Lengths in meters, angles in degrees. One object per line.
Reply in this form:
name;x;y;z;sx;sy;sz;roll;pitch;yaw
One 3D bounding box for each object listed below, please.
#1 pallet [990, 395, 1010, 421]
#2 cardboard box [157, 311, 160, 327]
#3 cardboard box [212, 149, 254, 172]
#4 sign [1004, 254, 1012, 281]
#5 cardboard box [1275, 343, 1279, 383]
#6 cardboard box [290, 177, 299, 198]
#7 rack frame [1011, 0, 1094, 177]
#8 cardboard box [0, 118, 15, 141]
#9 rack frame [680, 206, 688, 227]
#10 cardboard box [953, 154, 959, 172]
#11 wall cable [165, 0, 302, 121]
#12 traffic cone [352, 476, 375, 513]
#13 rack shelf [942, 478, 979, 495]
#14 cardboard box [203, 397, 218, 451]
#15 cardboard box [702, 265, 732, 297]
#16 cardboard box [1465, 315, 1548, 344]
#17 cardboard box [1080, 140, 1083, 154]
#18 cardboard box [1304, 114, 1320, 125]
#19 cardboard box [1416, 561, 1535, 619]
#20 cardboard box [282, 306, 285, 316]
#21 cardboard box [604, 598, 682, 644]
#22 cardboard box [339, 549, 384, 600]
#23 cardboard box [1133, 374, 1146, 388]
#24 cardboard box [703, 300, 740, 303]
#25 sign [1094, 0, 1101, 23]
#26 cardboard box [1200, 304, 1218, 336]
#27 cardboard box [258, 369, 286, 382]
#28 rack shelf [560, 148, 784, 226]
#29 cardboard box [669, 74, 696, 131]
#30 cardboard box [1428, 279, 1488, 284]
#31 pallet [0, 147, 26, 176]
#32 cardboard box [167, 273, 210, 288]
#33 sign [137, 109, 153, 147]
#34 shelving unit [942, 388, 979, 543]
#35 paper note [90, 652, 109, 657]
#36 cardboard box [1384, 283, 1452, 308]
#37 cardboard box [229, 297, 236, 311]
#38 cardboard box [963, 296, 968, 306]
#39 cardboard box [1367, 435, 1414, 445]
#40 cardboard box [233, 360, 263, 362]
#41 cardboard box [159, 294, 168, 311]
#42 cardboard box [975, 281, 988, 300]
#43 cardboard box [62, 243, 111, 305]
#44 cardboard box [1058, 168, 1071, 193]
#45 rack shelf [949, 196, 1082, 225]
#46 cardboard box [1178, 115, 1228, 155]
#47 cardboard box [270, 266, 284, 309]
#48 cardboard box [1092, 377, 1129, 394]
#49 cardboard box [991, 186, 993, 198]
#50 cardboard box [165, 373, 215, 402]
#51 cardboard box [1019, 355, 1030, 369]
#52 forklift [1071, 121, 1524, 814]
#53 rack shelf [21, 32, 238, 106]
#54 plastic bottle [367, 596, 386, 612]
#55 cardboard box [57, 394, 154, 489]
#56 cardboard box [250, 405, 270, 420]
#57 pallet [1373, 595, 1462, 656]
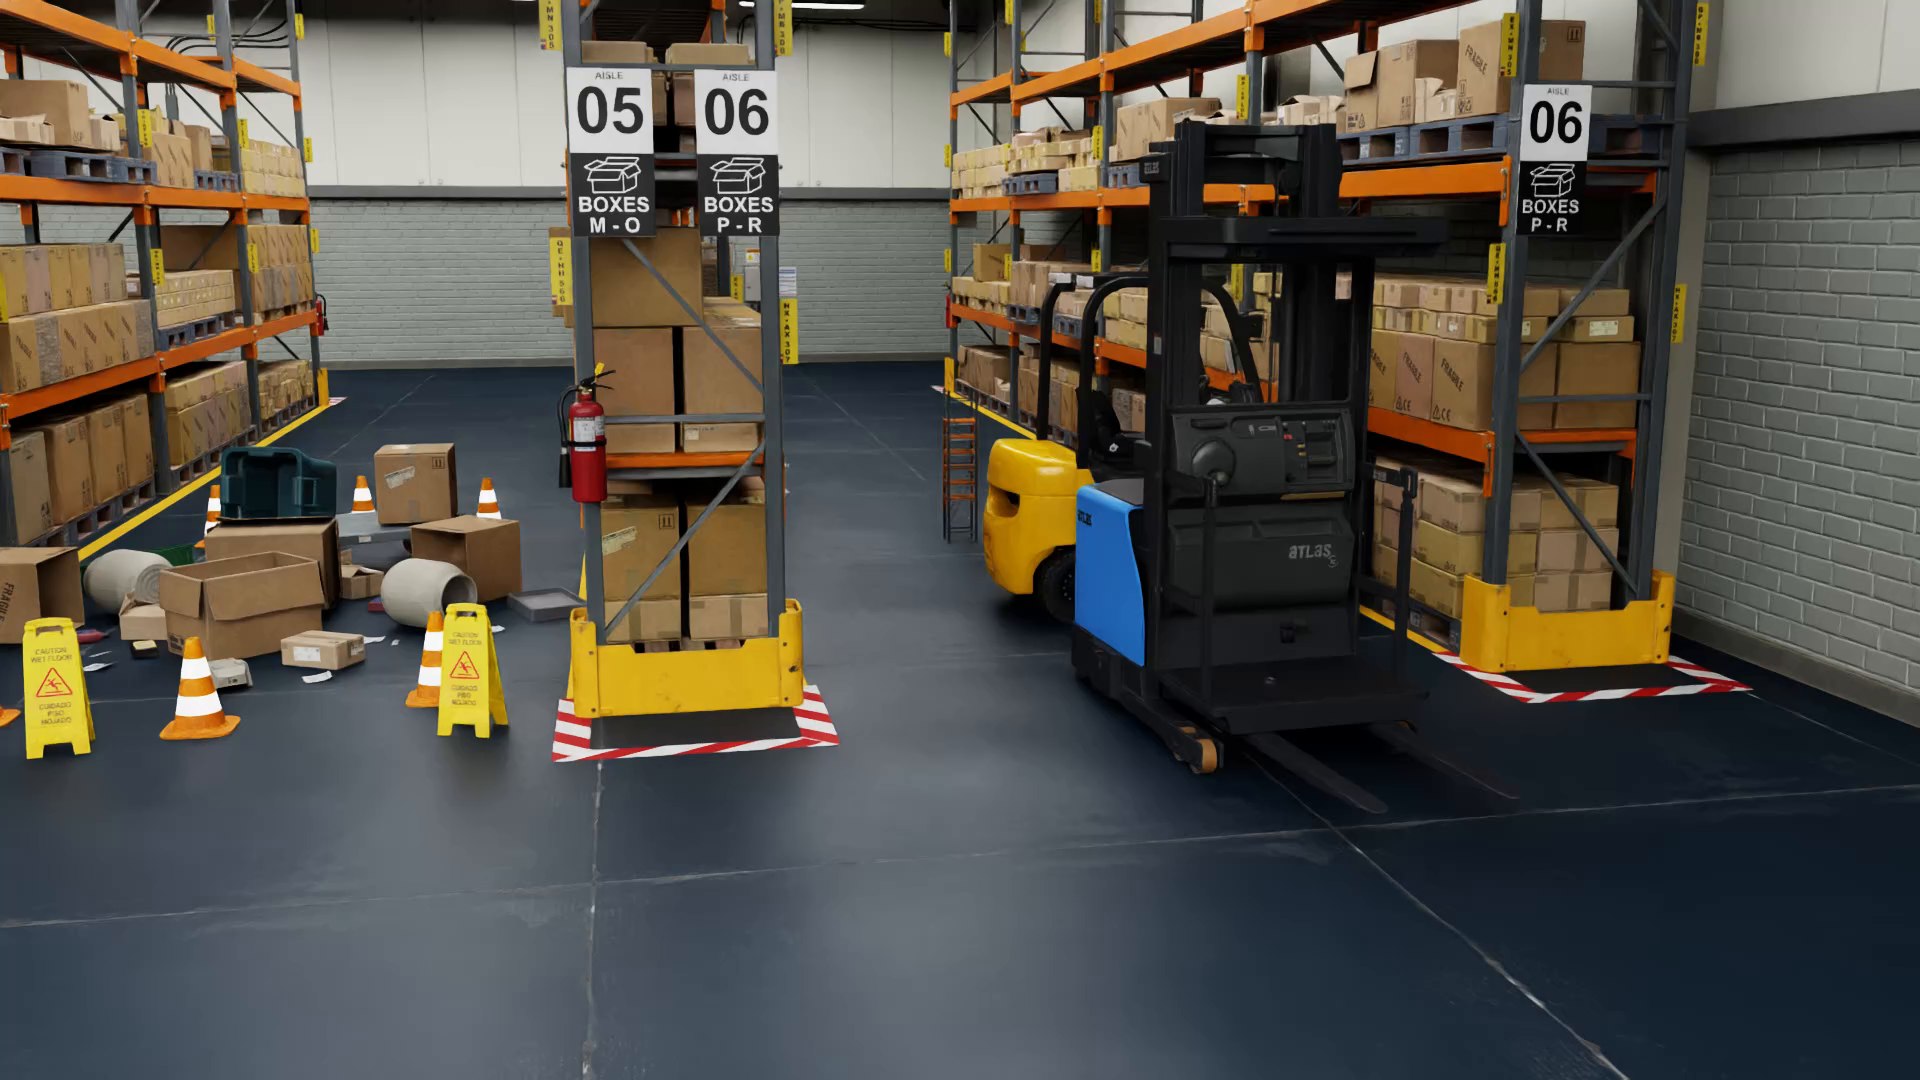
pallet;1.001;-1.744;21.793;1.003;0.211;1.213;-2;11;-11
cardboard box;-7.682;-2.046;15.475;0.380;0.149;0.250;-2;11;-12
cardboard box;-8.429;-4.350;19.072;0.500;0.250;0.500;-2;11;-9
sign;0.603;-3.392;20.678;0.100;0.325;0.005;-2;11;-11
cardboard box;2.637;-1.384;12.176;0.500;0.500;0.500;-2;11;-10
cardboard box;-8.894;-4.574;21.585;0.500;0.250;0.500;-2;11;-11
rack frame;1.134;-5.935;20.309;1.000;3.000;0.127;-2;11;-11
cardboard box;-6.973;-2.945;11.907;0.250;0.149;0.380;-2;11;-11
rack frame;-3.735;-2.806;19.918;1.000;3.000;0.127;-2;11;-11
cardboard box;0.196;-5.422;23.908;0.500;0.250;0.500;-2;11;-12
wall cable;-11.952;-8.869;27.125;2.277;5.999;0.120;-2;11;-11
traffic cone;-4.830;-0.286;13.462;0.336;0.463;0.334;-2;11;-11
rack shelf;0.003;-0.425;13.101;0.258;0.103;0.180;-2;11;-11
cardboard box;-7.885;-1.178;16.923;0.500;0.500;0.500;-2;11;-12
cardboard box;-1.989;-1.837;12.640;0.500;0.500;0.500;-2;11;-10
cardboard box;3.125;-1.208;9.518;0.380;0.149;0.250;-2;11;-10
cardboard box;1.497;-4.195;17.733;0.380;0.149;0.250;-2;11;-12
cardboard box;2.628;-2.892;11.625;0.380;0.149;0.250;-2;11;-9
cardboard box;3.066;0.283;9.917;0.500;0.250;0.500;-2;11;-11
cardboard box;-8.844;-2.929;21.235;0.380;0.149;0.250;-3;11;-13
cardboard box;-1.827;0.396;9.324;0.500;0.250;0.500;-2;11;-11
cardboard box;-4.126;0.231;11.270;0.396;0.266;0.258;9;14;38
cardboard box;2.090;-1.708;17.973;0.380;0.149;0.250;-2;11;-9
cardboard box;-1.741;-1.368;11.297;0.500;0.500;0.500;-2;11;-9
sign;1.677;-6.493;20.319;0.100;0.325;0.005;-2;11;-11
cardboard box;2.236;-1.867;14.047;0.500;0.250;0.500;-2;11;-12
cardboard box;-8.713;-2.064;20.929;0.380;0.149;0.250;-2;11;-11
rack shelf;-1.790;-2.092;10.069;1.077;0.370;4.000;-2;11;-11
cardboard box;-1.237;-2.253;8.596;0.500;0.250;0.500;-2;11;-12
cardboard box;3.339;-1.655;11.070;0.380;0.149;0.250;-2;11;-11
pallet;-7.241;-2.686;11.778;0.805;0.209;1.217;-3;11;-13
cardboard box;-8.104;-2.726;17.456;0.380;0.149;0.250;-2;11;-13
sign;-7.247;-3.659;14.783;0.100;0.325;0.005;-2;11;-11
shelving unit;0.003;-0.587;13.070;0.258;1.200;0.189;-2;11;-11
paper note;-5.006;0.665;9.675;0.032;0.001;0.123;4;11;18
cardboard box;2.900;-1.542;10.477;0.380;0.149;0.250;-2;11;-10
cardboard box;-8.299;-2.625;18.515;0.380;0.149;0.250;-2;11;-12
cardboard box;0.245;-3.482;24.143;0.380;0.149;0.250;-2;11;-10
cardboard box;3.173;-0.598;11.873;0.500;0.250;0.500;-2;11;-11
cardboard box;-9.580;-2.331;22.331;0.380;0.149;0.250;-3;11;-14
cardboard box;-7.744;-2.249;15.742;0.380;0.149;0.250;-2;11;-8
cardboard box;0.500;-3.422;22.760;0.500;0.250;0.500;-2;11;-13
cardboard box;-7.615;-2.239;13.996;0.700;0.500;0.500;-2;11;-12
cardboard box;1.378;-3.923;18.164;0.500;0.250;0.500;-2;11;-11
rack shelf;0.745;-4.474;22.584;1.077;0.370;4.000;-2;11;-11
cardboard box;2.160;-3.470;14.231;0.500;0.311;0.500;-3;11;-13
cardboard box;-8.586;-3.087;20.331;0.500;0.500;0.500;-2;11;-12
cardboard box;1.567;-1.632;17.577;0.380;0.149;0.250;-3;11;-14
cardboard box;0.619;-4.583;21.901;0.380;0.149;0.250;-2;11;-9
cardboard box;-7.871;-1.540;16.824;0.500;0.250;0.500;-2;11;-11
cardboard box;0.942;-2.209;20.608;0.380;0.149;0.250;-2;11;-8
forklift;1.512;-0.452;7.732;1.130;2.935;3.031;-3;11;-16
rack shelf;-8.182;-4.638;16.492;1.077;0.370;4.000;-2;11;-11
plastic bottle;-3.767;0.409;10.882;0.133;0.061;0.283;0;11;-1
cardboard box;-7.762;-0.860;14.588;1.050;0.750;0.750;-2;11;-12
cardboard box;-8.326;-1.492;19.515;0.380;0.149;0.250;-3;11;-13
pallet;3.278;0.444;10.297;1.003;0.211;1.213;-2;11;-11
